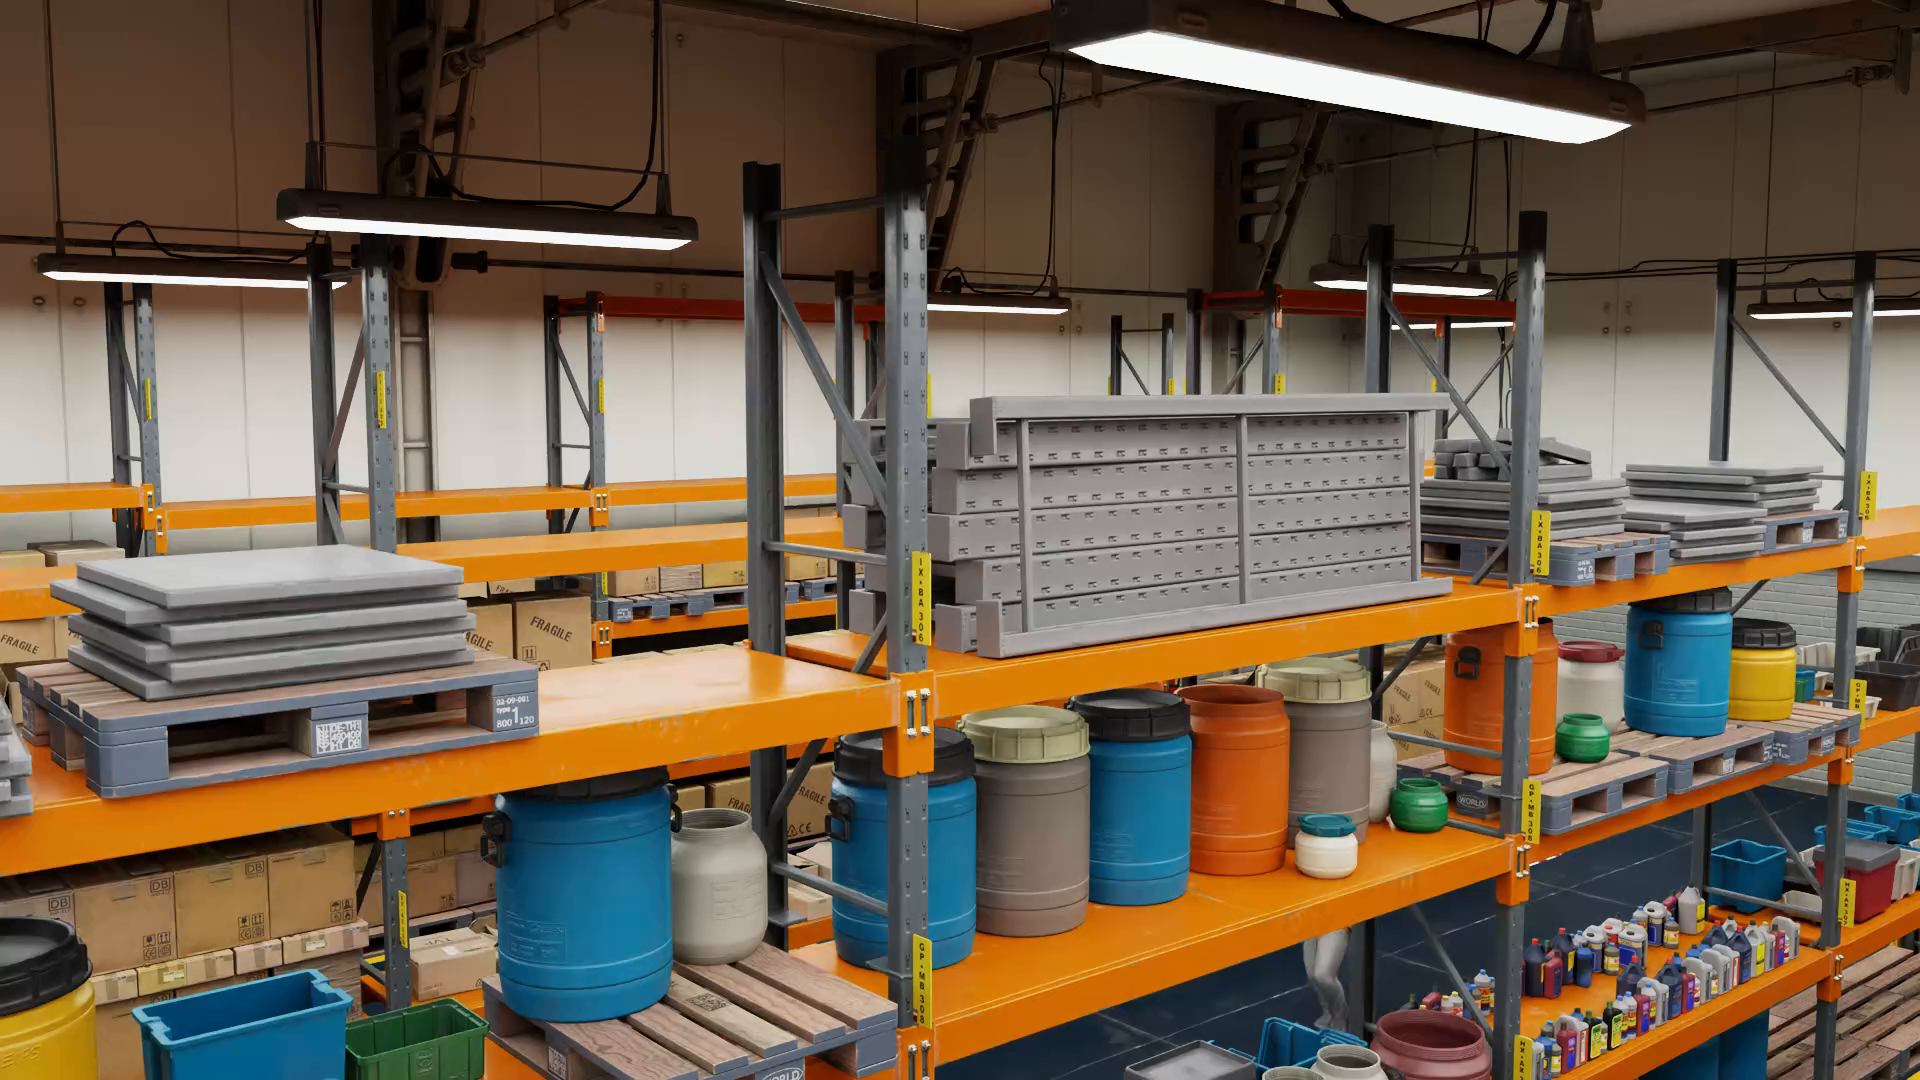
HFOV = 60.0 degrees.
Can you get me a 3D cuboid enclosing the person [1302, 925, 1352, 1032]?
[{"bbox_3d":[2.850,3.044,13.038,0.660,1.796,0.644,-5,8,-45],"label":"person"}]
